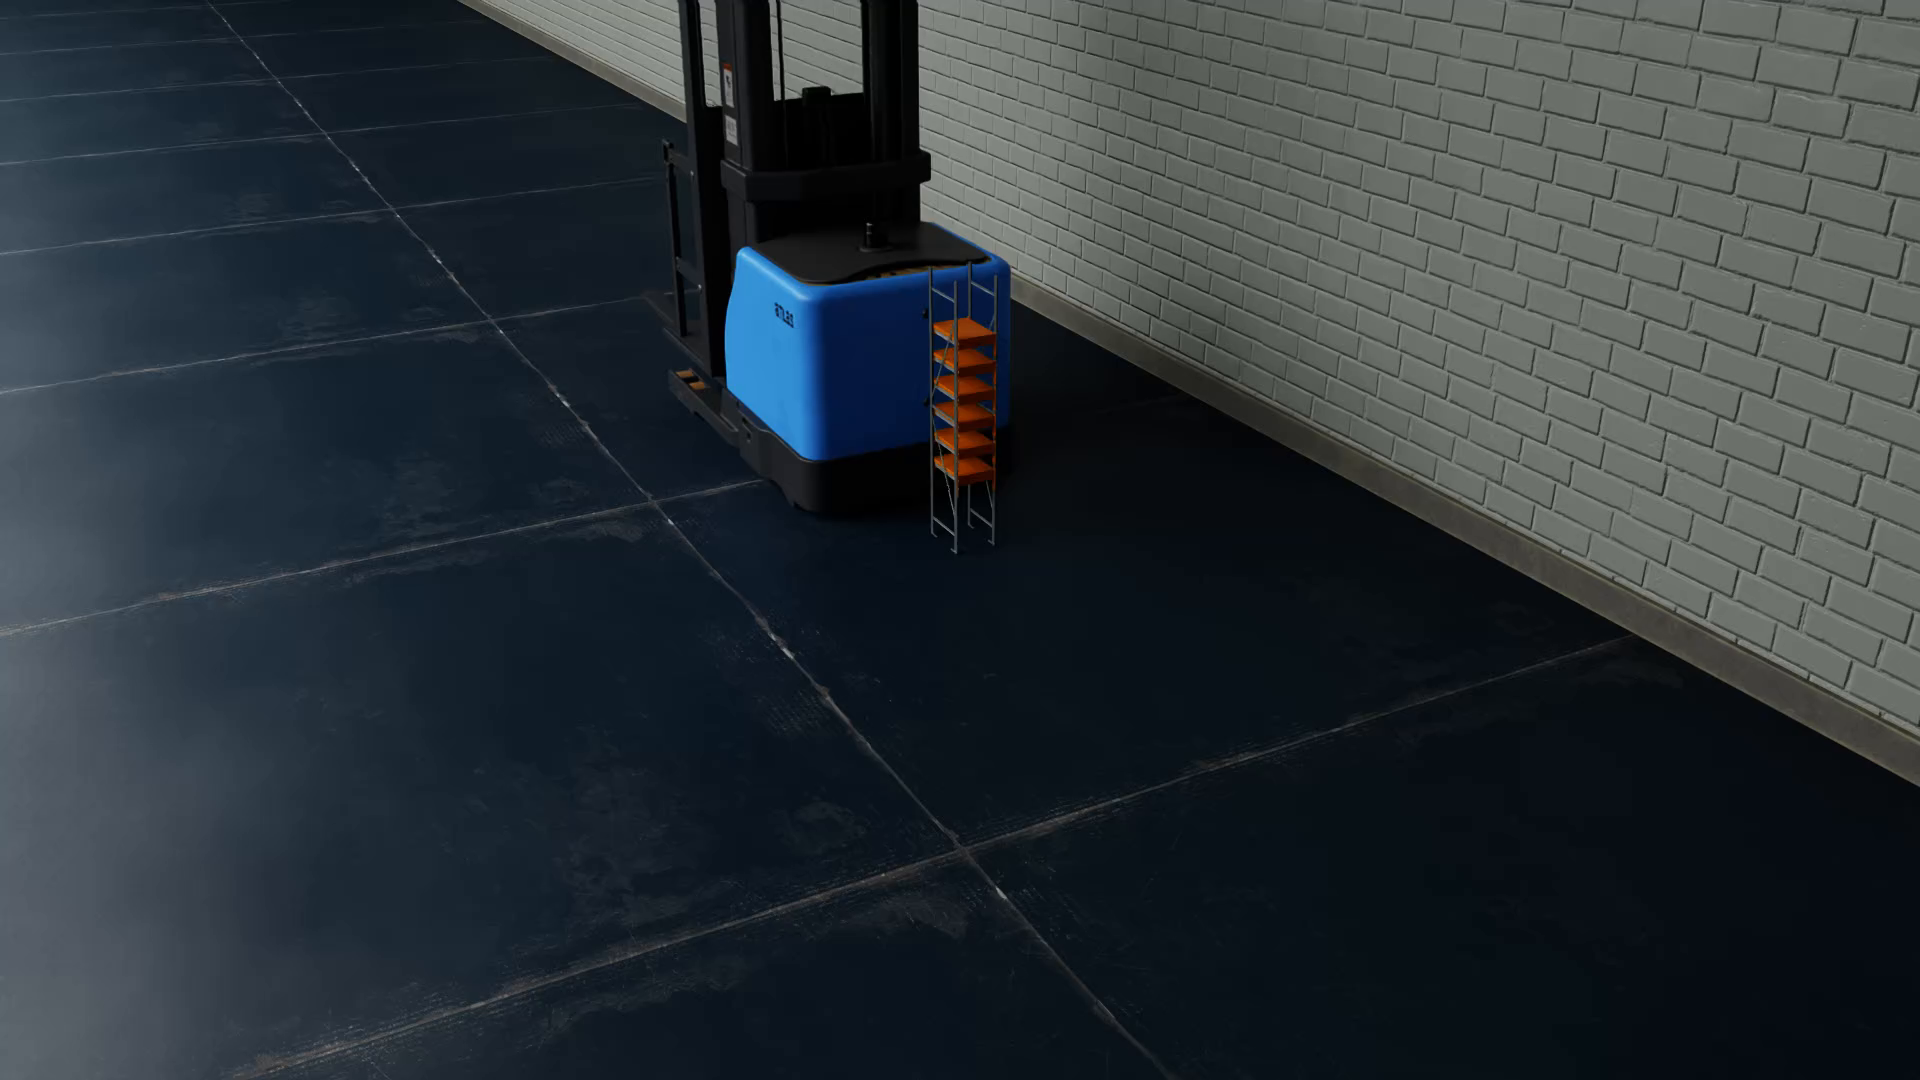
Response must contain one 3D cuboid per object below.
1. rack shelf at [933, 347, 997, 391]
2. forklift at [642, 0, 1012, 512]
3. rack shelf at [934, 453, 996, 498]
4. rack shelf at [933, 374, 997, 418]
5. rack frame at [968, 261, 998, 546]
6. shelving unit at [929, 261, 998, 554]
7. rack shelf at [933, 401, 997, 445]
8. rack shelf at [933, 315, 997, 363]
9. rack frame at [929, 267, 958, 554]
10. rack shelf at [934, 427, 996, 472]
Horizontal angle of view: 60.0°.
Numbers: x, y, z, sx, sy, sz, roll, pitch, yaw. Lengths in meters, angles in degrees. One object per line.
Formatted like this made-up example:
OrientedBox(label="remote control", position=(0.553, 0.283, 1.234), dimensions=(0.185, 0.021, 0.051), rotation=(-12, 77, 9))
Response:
OrientedBox(label="rack shelf", position=(0.013, -0.720, 6.895), dimensions=(0.180, 0.103, 0.258), rotation=(-13, 29, -25))
OrientedBox(label="forklift", position=(-0.875, -2.050, 8.116), dimensions=(1.130, 2.935, 3.031), rotation=(-12, 28, -24))
OrientedBox(label="rack shelf", position=(0.013, -0.287, 7.103), dimensions=(0.180, 0.103, 0.258), rotation=(-13, 29, -25))
OrientedBox(label="rack shelf", position=(0.013, -0.612, 6.947), dimensions=(0.180, 0.103, 0.258), rotation=(-13, 29, -25))
OrientedBox(label="rack frame", position=(0.093, -0.562, 7.018), dimensions=(0.006, 1.200, 0.240), rotation=(-13, 29, -25))
OrientedBox(label="shelving unit", position=(0.013, -0.544, 6.979), dimensions=(0.189, 1.200, 0.258), rotation=(-13, 29, -25))
OrientedBox(label="rack shelf", position=(0.013, -0.504, 6.999), dimensions=(0.180, 0.103, 0.258), rotation=(-13, 29, -25))
OrientedBox(label="rack shelf", position=(0.013, -0.828, 6.843), dimensions=(0.180, 0.103, 0.258), rotation=(-13, 29, -25))
OrientedBox(label="rack frame", position=(-0.068, -0.525, 6.941), dimensions=(0.006, 1.200, 0.240), rotation=(-13, 29, -25))
OrientedBox(label="rack shelf", position=(0.013, -0.396, 7.051), dimensions=(0.180, 0.103, 0.258), rotation=(-13, 29, -25))
